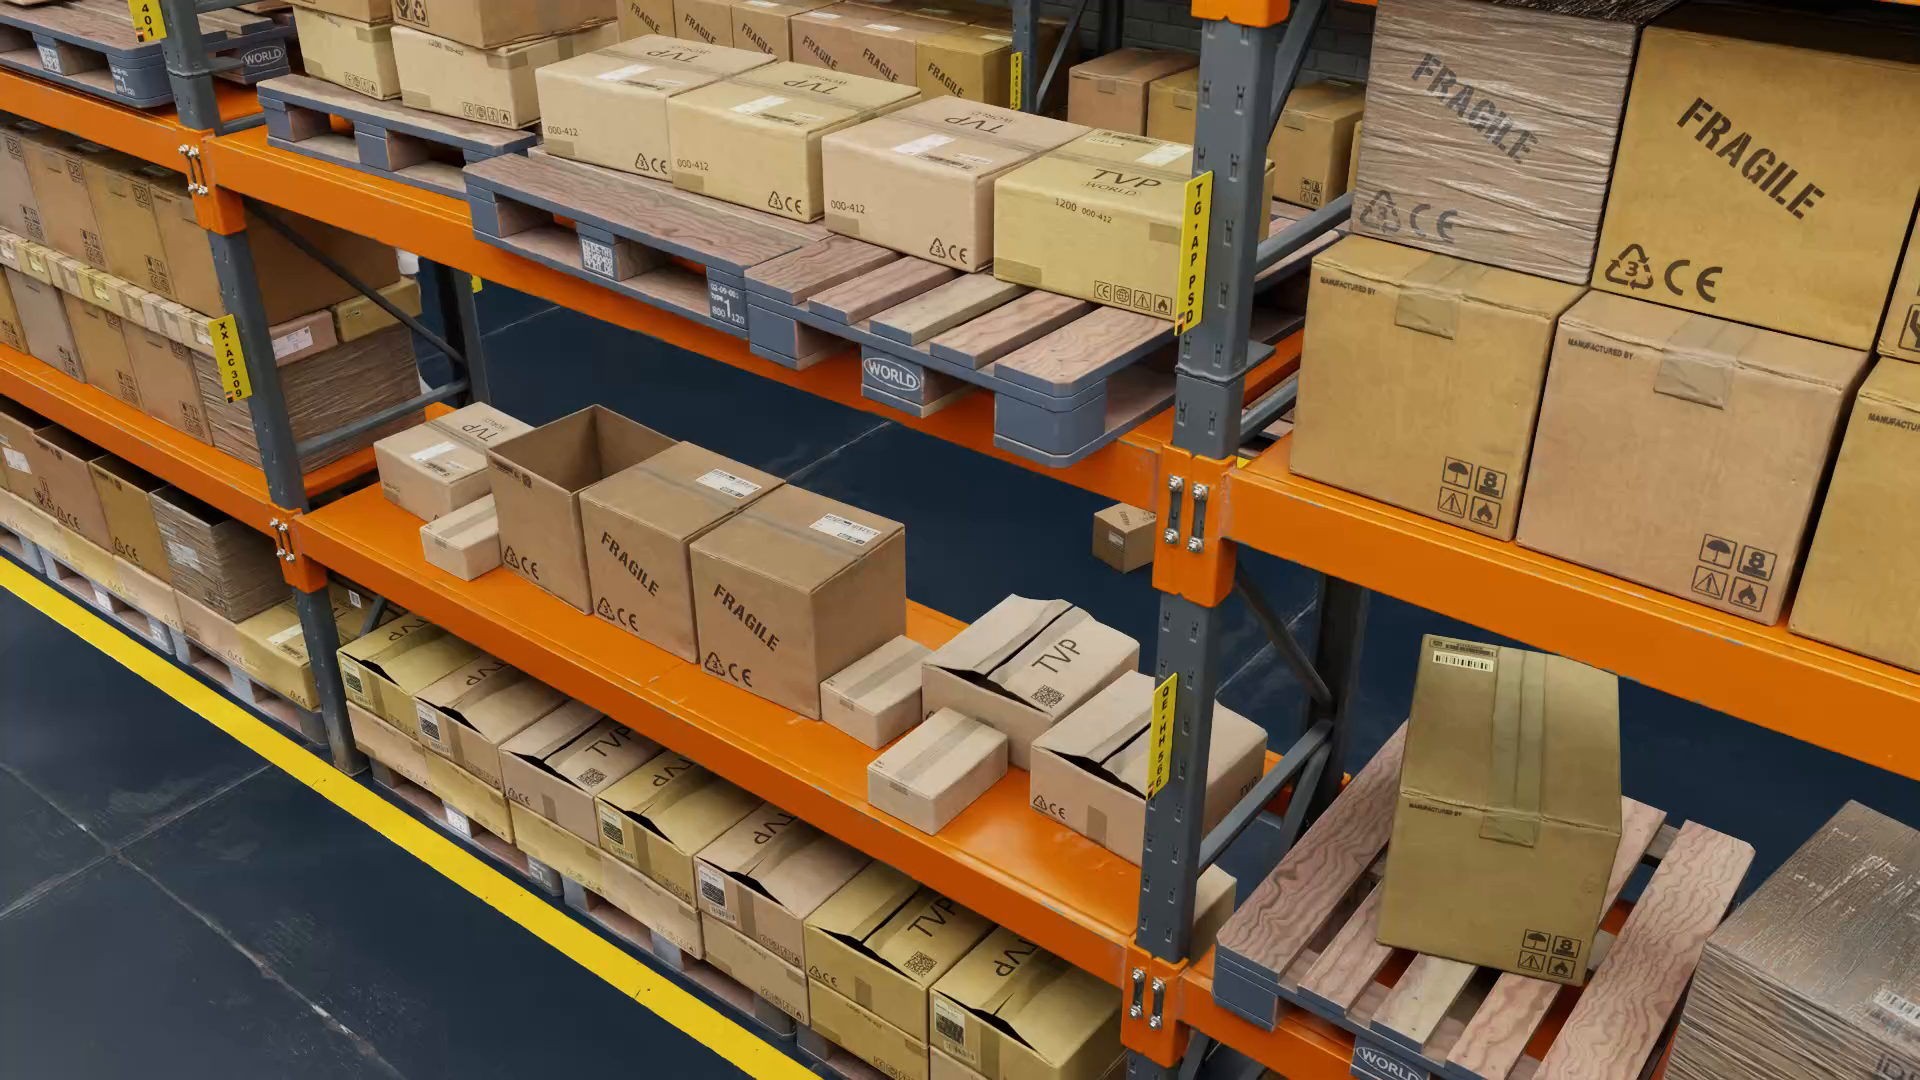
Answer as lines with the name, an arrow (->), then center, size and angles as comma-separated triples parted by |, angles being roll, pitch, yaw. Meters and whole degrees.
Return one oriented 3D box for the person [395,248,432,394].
person -> -3.578, -1.563, 9.770 | 1.066, 1.727, 0.575 | 15, 34, 23
